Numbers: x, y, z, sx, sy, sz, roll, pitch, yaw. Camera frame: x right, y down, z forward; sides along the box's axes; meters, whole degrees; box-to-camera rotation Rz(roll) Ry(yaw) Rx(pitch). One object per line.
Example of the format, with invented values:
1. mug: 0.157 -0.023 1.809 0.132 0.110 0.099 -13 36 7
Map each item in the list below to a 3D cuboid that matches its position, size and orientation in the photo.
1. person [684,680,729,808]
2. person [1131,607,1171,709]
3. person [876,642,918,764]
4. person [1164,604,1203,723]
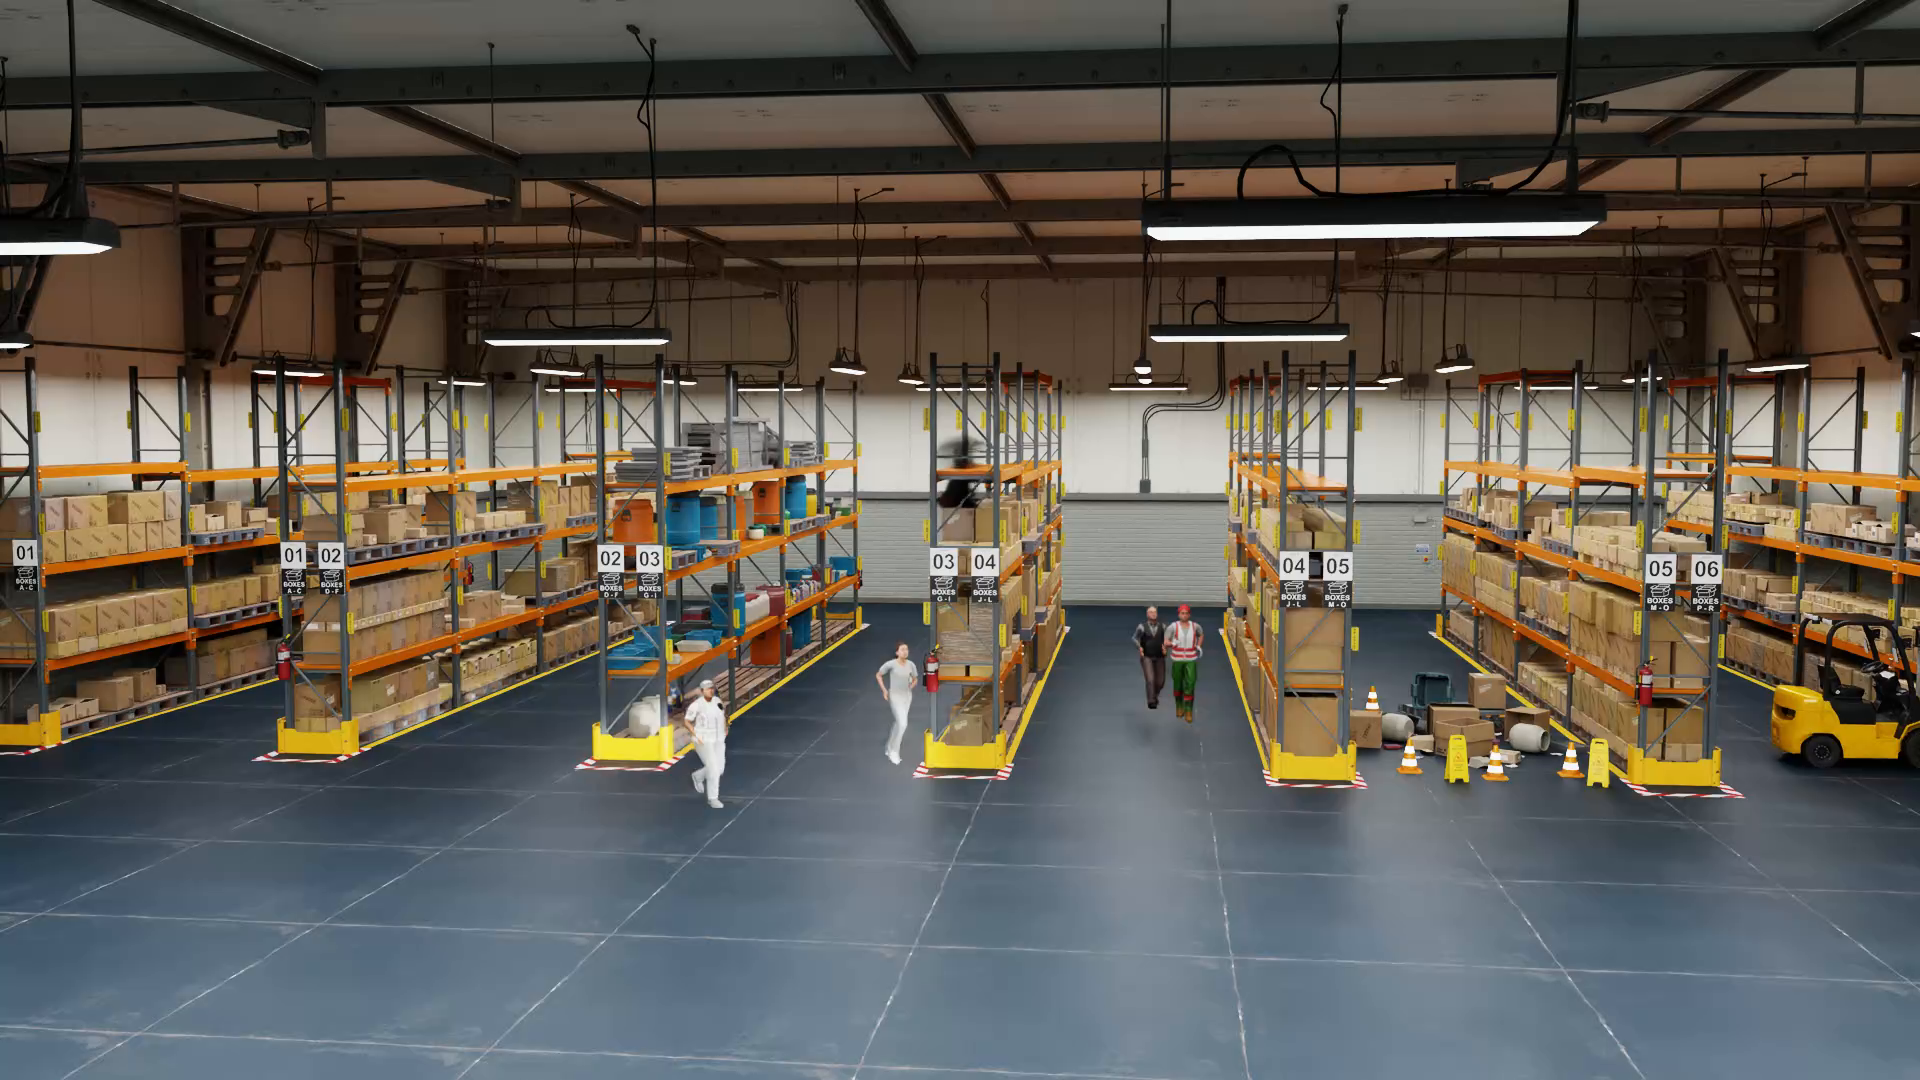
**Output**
1. person: -3.321 2.652 21.849 0.602 1.659 0.693 -4 6 -44
2. person: 3.170 1.951 27.470 0.661 1.689 0.595 0 4 -5
3. person: -0.835 2.261 23.181 0.539 1.700 0.635 -3 5 -32
4. person: 3.540 1.933 26.287 0.645 1.831 0.843 0 4 4
